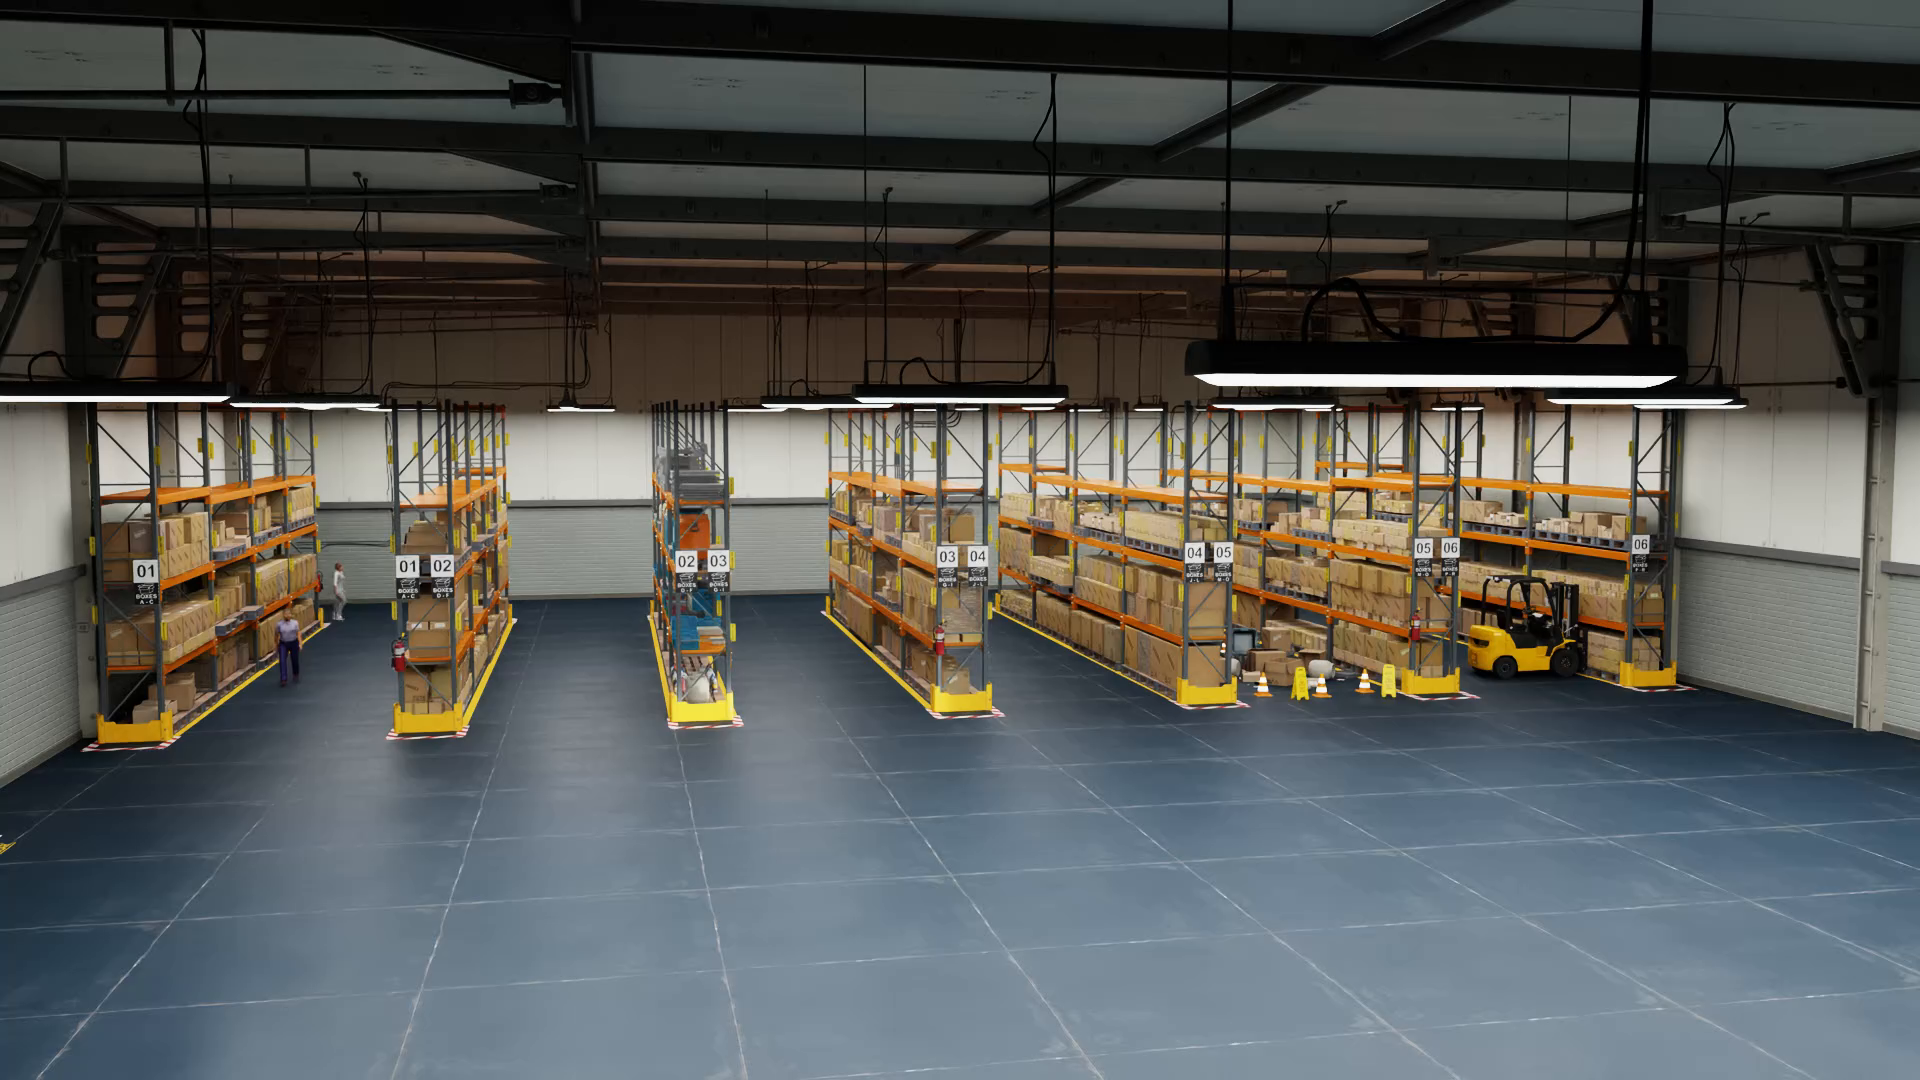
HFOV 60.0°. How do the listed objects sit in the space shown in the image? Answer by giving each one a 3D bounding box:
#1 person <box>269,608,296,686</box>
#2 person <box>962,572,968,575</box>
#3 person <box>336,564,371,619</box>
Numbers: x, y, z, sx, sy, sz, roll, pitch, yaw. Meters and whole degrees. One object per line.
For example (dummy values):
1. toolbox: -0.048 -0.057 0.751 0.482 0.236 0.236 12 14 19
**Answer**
1. person: -14.234 2.249 34.971 0.497 1.641 0.468 -1 4 -11
2. person: 0.073 1.236 49.042 0.476 1.607 0.464 0 4 -6
3. person: -16.924 1.437 46.382 0.941 1.546 0.400 -1 4 -9
